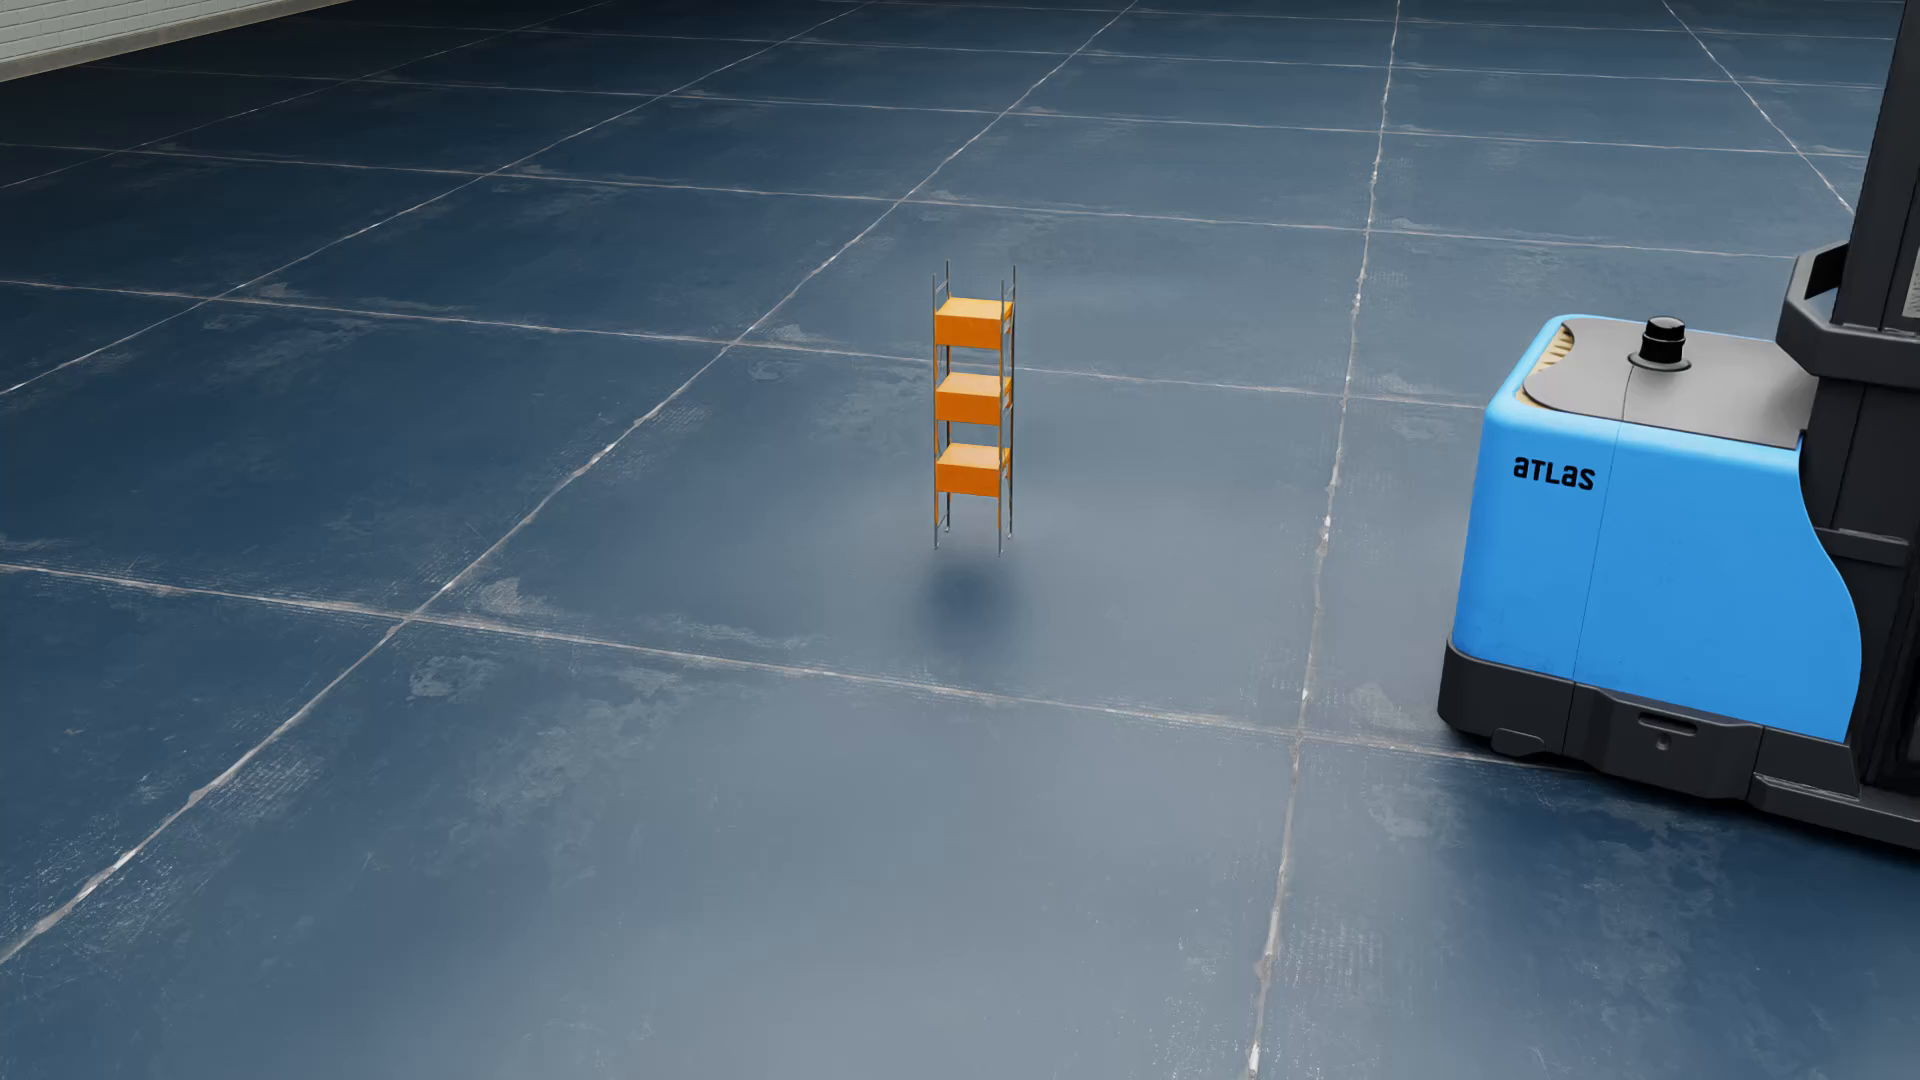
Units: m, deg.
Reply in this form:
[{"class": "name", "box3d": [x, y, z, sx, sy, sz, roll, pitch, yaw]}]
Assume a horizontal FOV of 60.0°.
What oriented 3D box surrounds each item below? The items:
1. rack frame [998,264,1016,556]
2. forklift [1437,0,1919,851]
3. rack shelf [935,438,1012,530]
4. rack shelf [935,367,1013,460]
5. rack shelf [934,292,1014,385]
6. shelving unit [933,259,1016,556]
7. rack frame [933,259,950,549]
[{"class": "rack frame", "box3d": [0.170, -0.455, 5.985, 0.008, 1.050, 0.200, 6, 26, 13]}, {"class": "forklift", "box3d": [2.977, -0.605, 4.112, 3.031, 2.935, 1.130, 13, 28, 25]}, {"class": "rack shelf", "box3d": [0.052, -0.208, 6.136, 0.240, 0.259, 0.215, 6, 26, 13]}, {"class": "rack shelf", "box3d": [0.052, -0.459, 6.017, 0.240, 0.259, 0.215, 6, 26, 13]}, {"class": "rack shelf", "box3d": [0.052, -0.715, 5.895, 0.240, 0.259, 0.215, 6, 26, 13]}, {"class": "shelving unit", "box3d": [0.052, -0.468, 6.012, 0.252, 1.050, 0.215, 6, 26, 13]}, {"class": "rack frame", "box3d": [-0.066, -0.481, 6.040, 0.008, 1.050, 0.200, 6, 26, 13]}]
